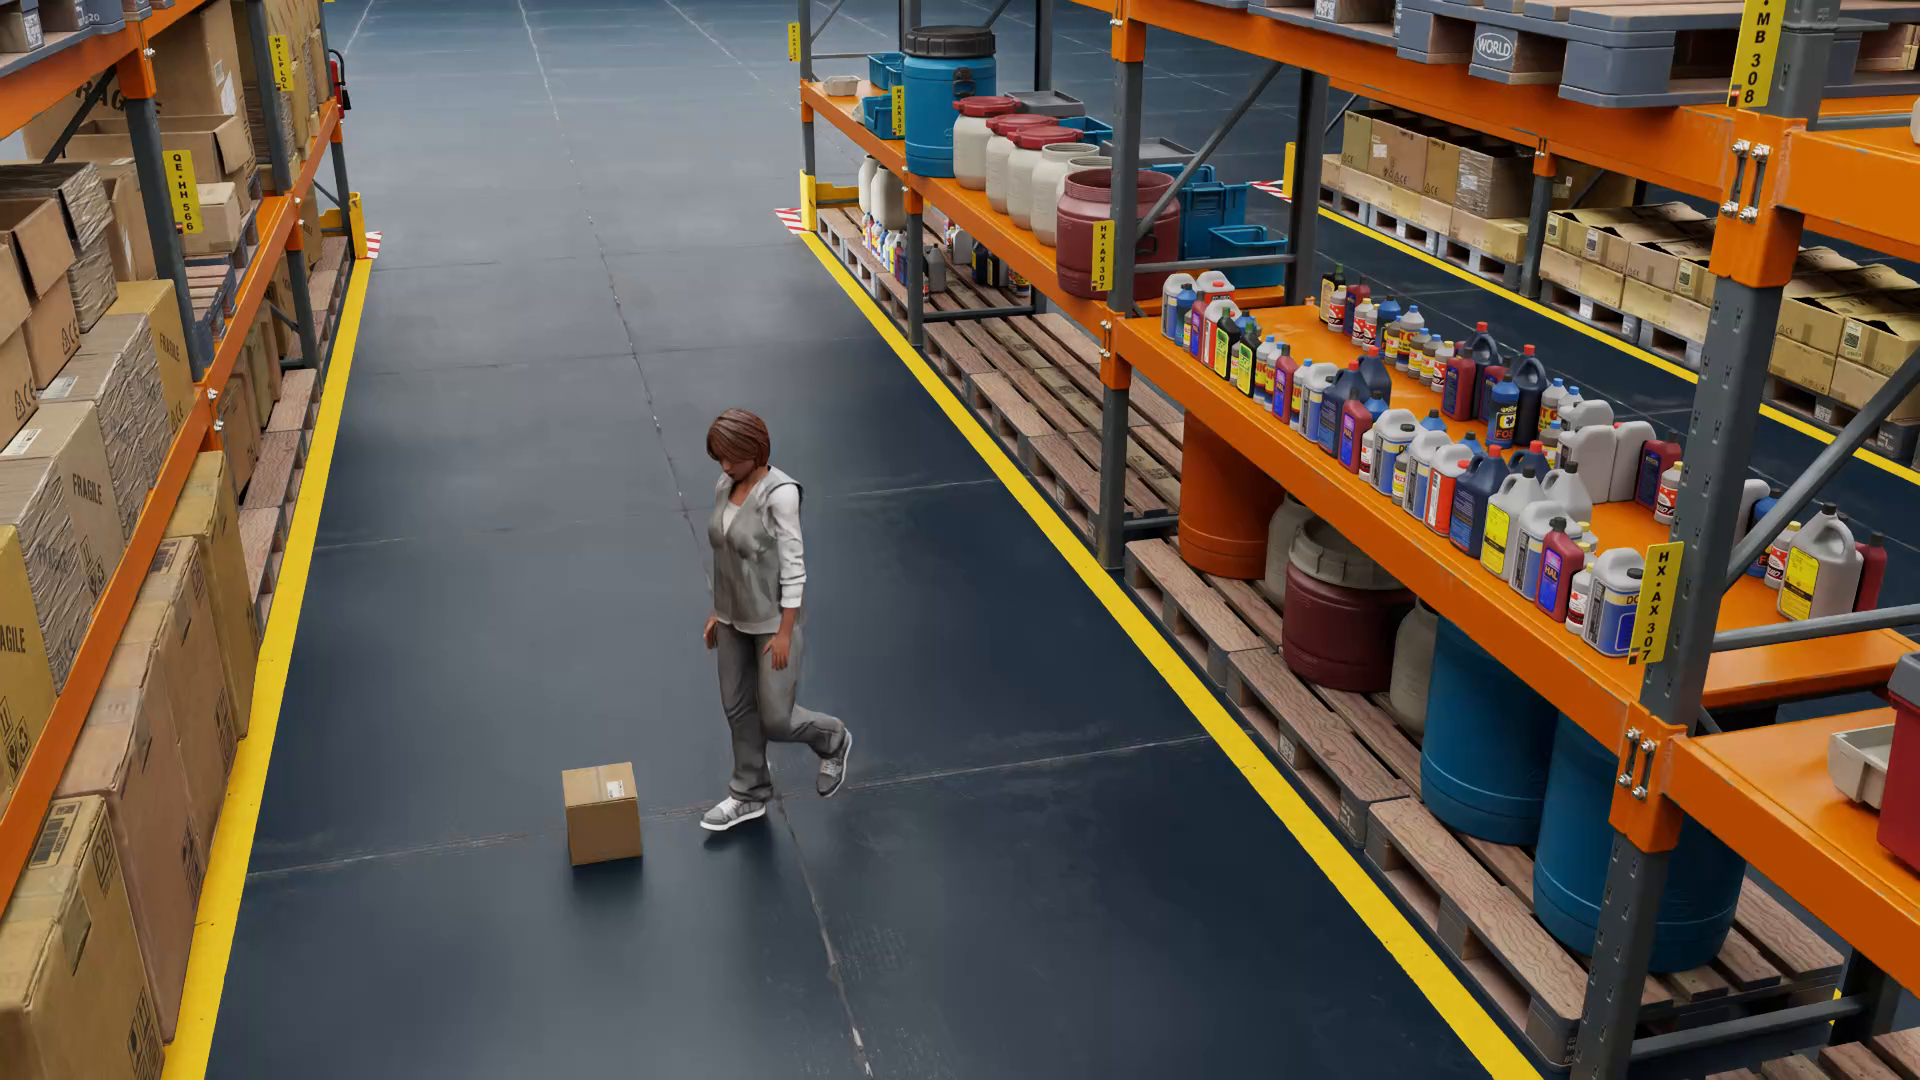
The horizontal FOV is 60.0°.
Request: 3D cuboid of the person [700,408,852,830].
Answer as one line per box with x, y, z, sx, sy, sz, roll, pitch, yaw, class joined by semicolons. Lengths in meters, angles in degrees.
-0.684;0.306;5.912;0.447;1.535;0.580;20;31;39;person
